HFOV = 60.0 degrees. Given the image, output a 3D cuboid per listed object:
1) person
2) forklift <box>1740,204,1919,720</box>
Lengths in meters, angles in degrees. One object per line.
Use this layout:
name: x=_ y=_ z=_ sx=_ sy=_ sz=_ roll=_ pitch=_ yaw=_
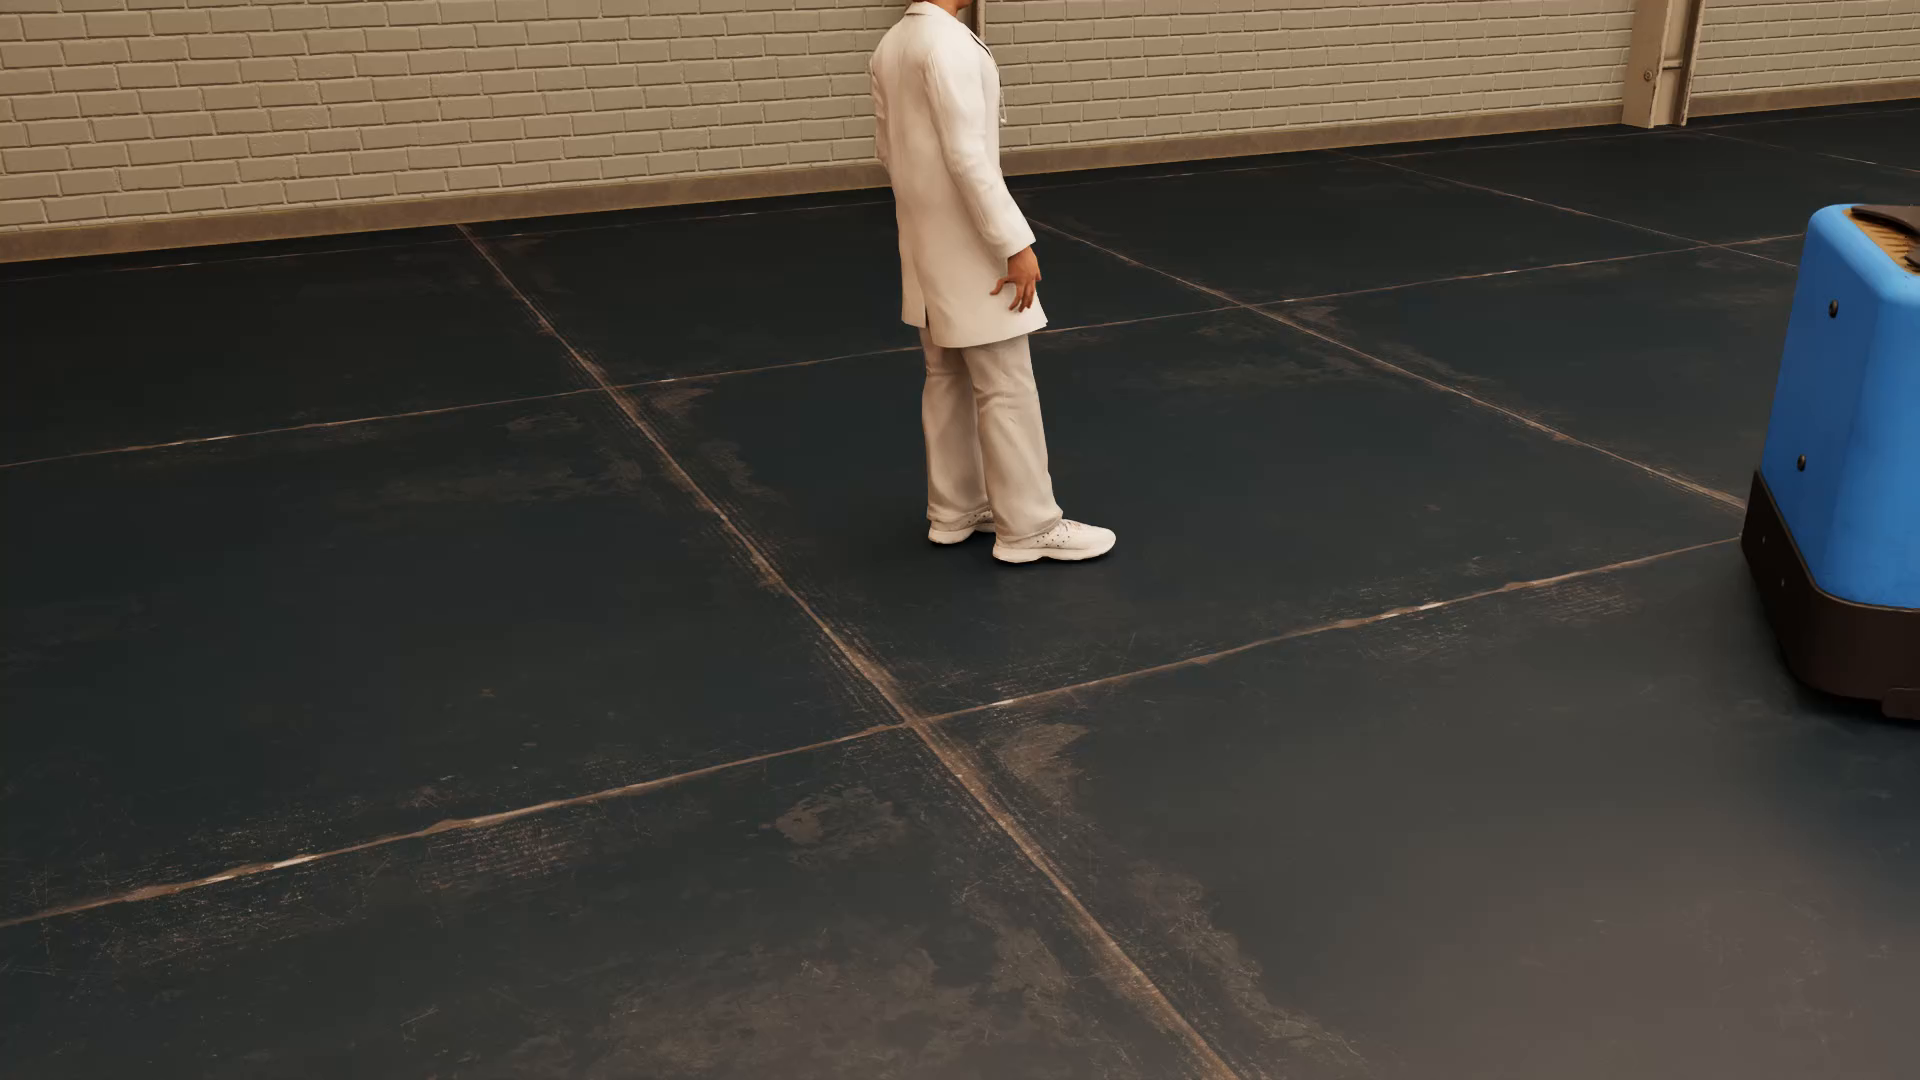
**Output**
person: x=0.084 y=-0.840 z=4.794 sx=0.581 sy=1.775 sz=0.694 roll=-10 pitch=25 yaw=-23
forklift: x=3.638 y=-0.959 z=3.595 sx=3.031 sy=2.935 sz=1.130 roll=6 pitch=23 yaw=14
